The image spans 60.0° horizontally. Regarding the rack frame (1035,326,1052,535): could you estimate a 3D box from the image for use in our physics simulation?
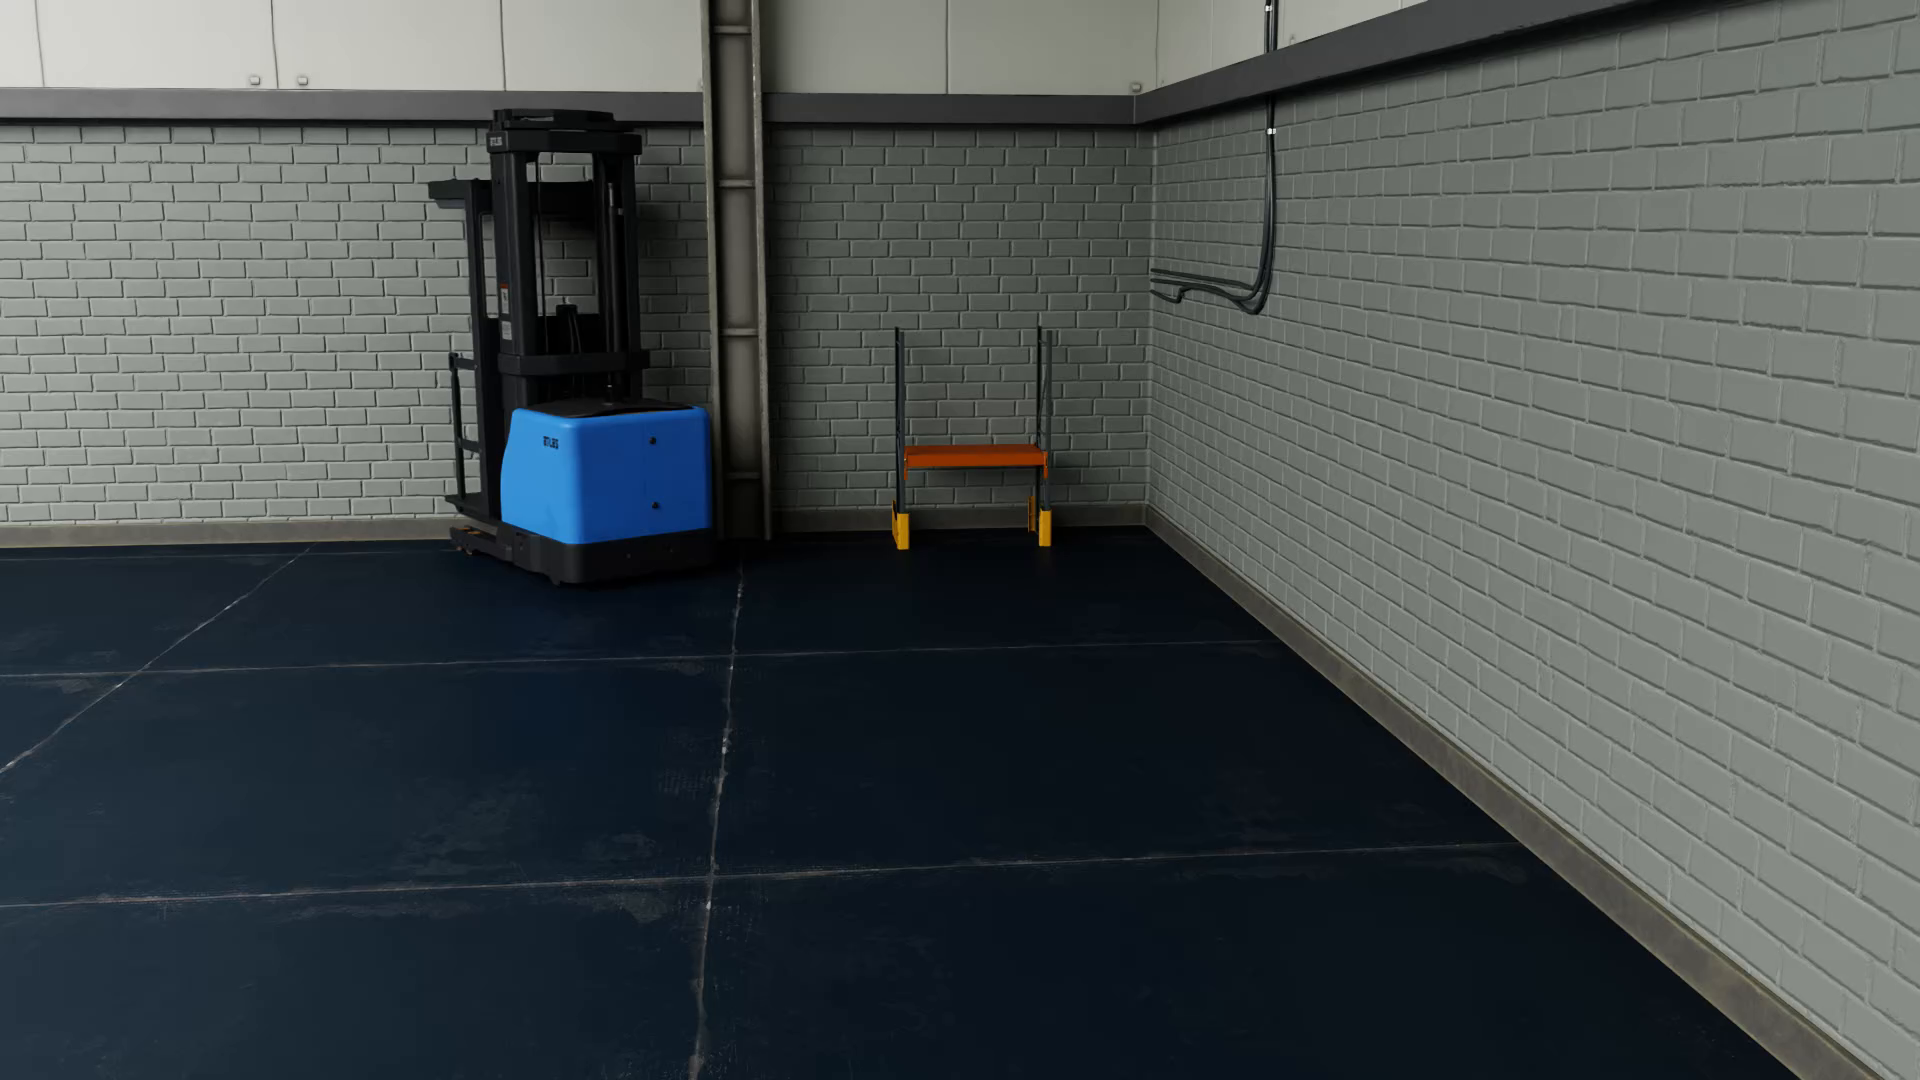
[{"bbox_3d":[0.590,-0.748,11.786,0.032,1.500,0.500,-1,11,-6],"label":"rack frame"}]

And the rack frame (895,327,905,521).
[{"bbox_3d":[-0.421,-0.727,11.678,0.032,1.500,0.500,-1,11,-6],"label":"rack frame"}]

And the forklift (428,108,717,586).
[{"bbox_3d":[-2.874,-1.386,11.322,1.130,2.935,3.031,-9,14,-37],"label":"forklift"}]

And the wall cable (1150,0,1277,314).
[{"bbox_3d":[1.514,-2.727,10.462,0.112,2.526,3.097,-1,11,-6],"label":"wall cable"}]

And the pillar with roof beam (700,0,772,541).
[{"bbox_3d":[-1.093,-3.617,6.941,0.400,9.000,9.100,-1,11,-6],"label":"pillar with roof beam"}]

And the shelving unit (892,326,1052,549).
[{"bbox_3d":[0.076,-0.738,11.731,1.083,1.500,0.587,-1,11,-6],"label":"shelving unit"}]

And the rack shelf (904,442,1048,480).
[{"bbox_3d":[0.085,-0.561,11.767,1.000,0.185,0.538,-1,11,-6],"label":"rack shelf"}]

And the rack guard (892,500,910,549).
[{"bbox_3d":[-0.419,-0.114,11.799,0.087,0.250,0.587,-1,11,-6],"label":"rack guard"}]

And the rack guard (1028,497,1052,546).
[{"bbox_3d":[0.571,-0.135,11.905,0.087,0.250,0.587,-1,11,-6],"label":"rack guard"}]
